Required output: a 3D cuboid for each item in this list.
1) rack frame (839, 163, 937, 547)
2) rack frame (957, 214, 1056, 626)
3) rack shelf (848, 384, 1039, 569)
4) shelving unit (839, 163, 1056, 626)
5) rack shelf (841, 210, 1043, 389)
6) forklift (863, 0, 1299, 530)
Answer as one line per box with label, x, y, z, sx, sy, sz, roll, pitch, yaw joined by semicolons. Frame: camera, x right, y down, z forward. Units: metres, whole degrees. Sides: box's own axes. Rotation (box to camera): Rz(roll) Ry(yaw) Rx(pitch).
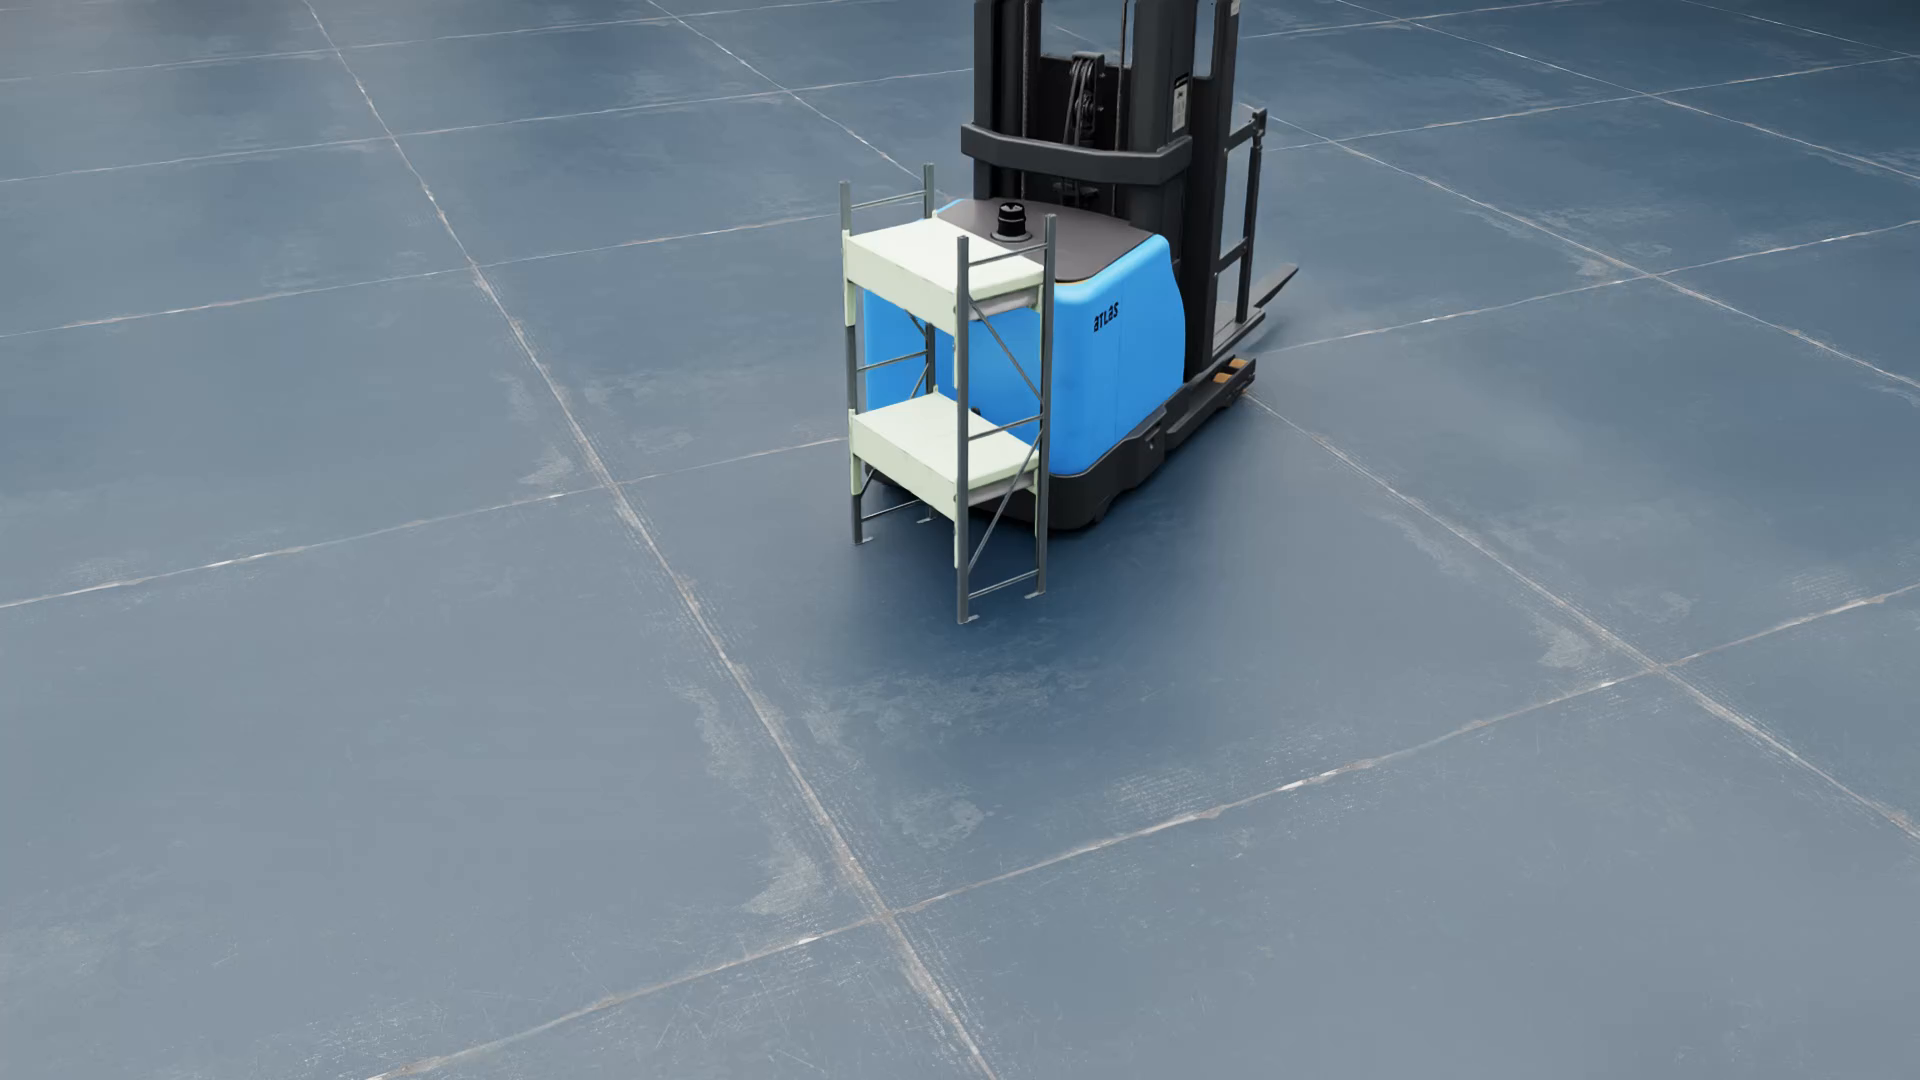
rack frame;-0.265;-0.687;6.442;0.400;1.500;0.023;-19;35;-30
rack frame;0.159;-0.396;5.922;0.400;1.500;0.023;-19;35;-30
rack shelf;-0.053;-0.257;6.342;0.431;0.370;0.720;-19;35;-30
shelving unit;-0.053;-0.541;6.182;0.431;1.500;0.755;-19;35;-30
rack shelf;-0.053;-0.882;5.991;0.431;0.370;0.720;-19;35;-30
forklift;0.768;-2.005;7.329;1.130;2.935;3.031;16;33;26
